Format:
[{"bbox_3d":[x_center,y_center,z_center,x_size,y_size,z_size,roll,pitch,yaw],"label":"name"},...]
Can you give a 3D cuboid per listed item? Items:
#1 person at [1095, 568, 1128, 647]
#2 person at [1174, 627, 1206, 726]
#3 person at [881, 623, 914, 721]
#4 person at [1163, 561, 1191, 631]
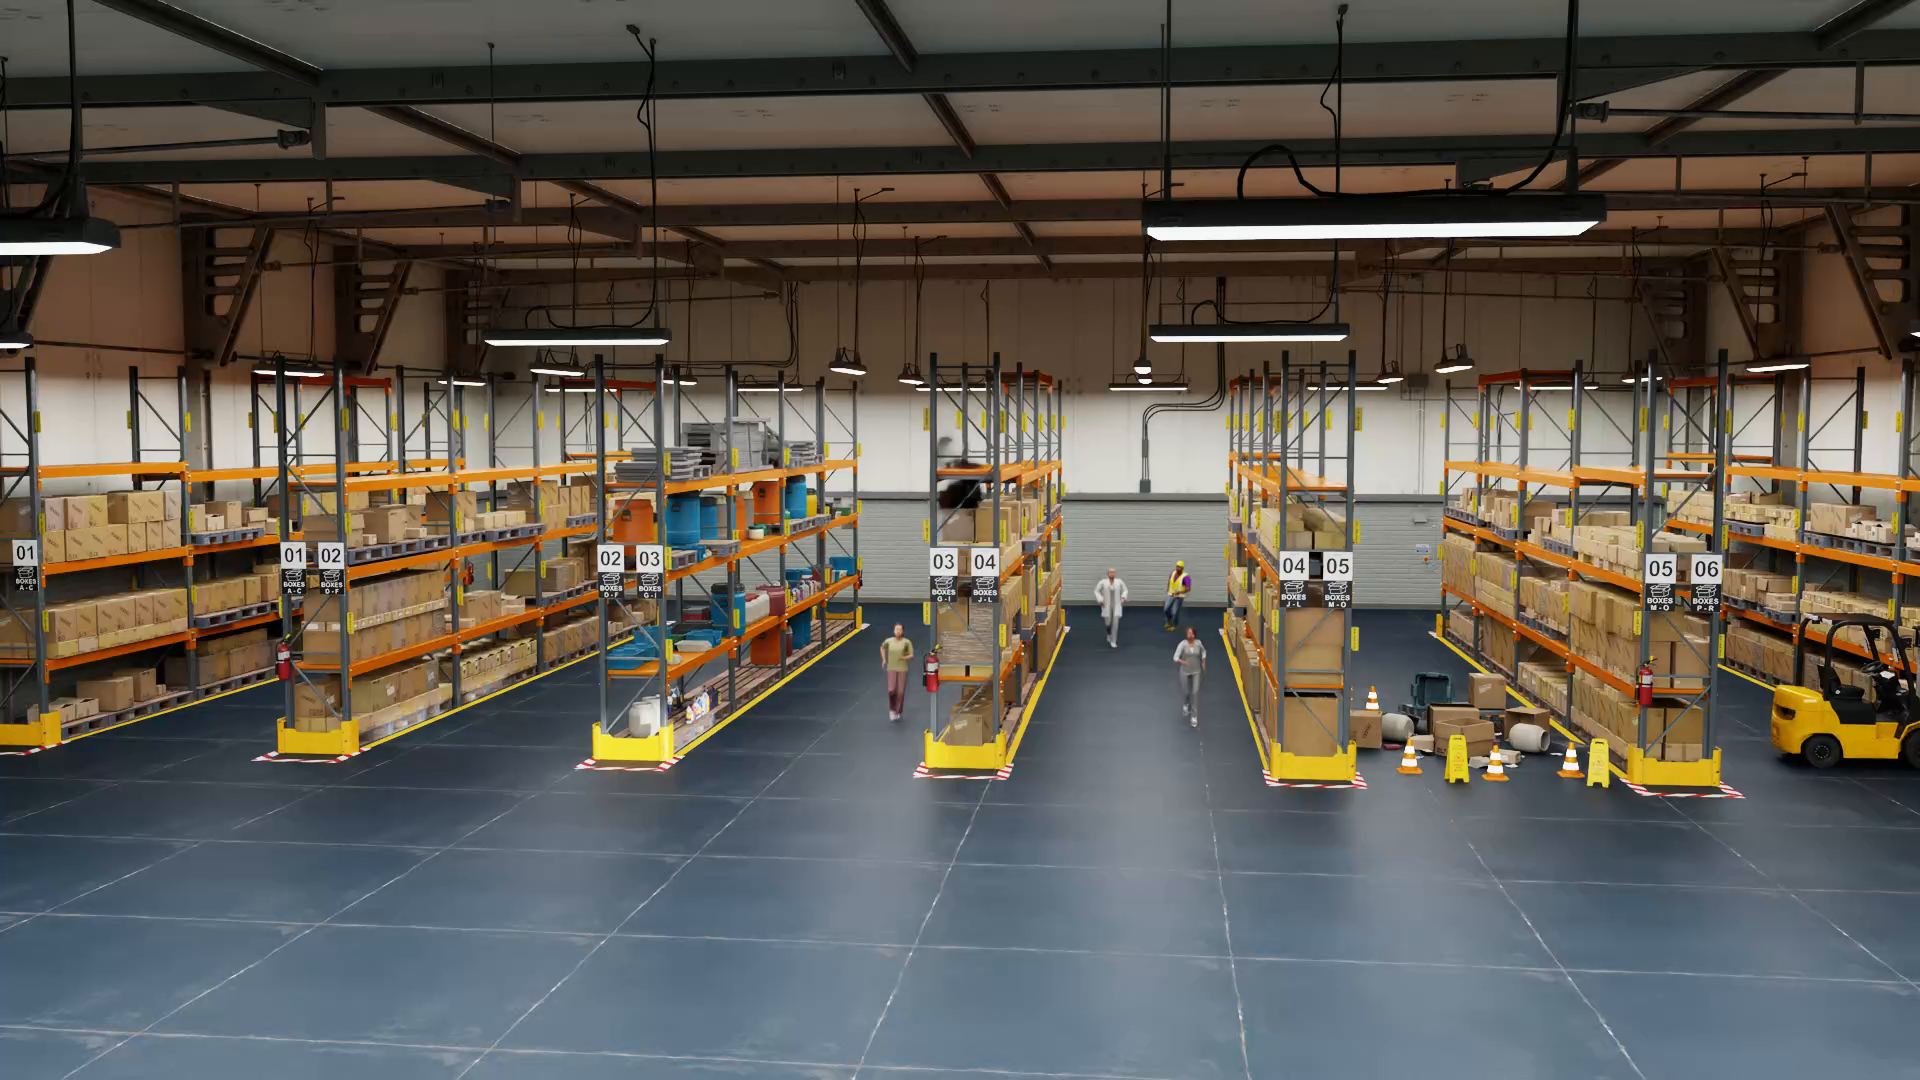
[{"bbox_3d":[3.409,1.509,37.311,0.757,1.757,0.678,0,4,-2],"label":"person"},{"bbox_3d":[3.827,2.230,27.632,0.557,1.600,0.891,0,4,2],"label":"person"},{"bbox_3d":[-1.047,2.198,27.775,0.565,1.639,0.599,0,4,-2],"label":"person"},{"bbox_3d":[5.167,1.339,39.636,0.730,1.696,0.590,3,5,35],"label":"person"}]
